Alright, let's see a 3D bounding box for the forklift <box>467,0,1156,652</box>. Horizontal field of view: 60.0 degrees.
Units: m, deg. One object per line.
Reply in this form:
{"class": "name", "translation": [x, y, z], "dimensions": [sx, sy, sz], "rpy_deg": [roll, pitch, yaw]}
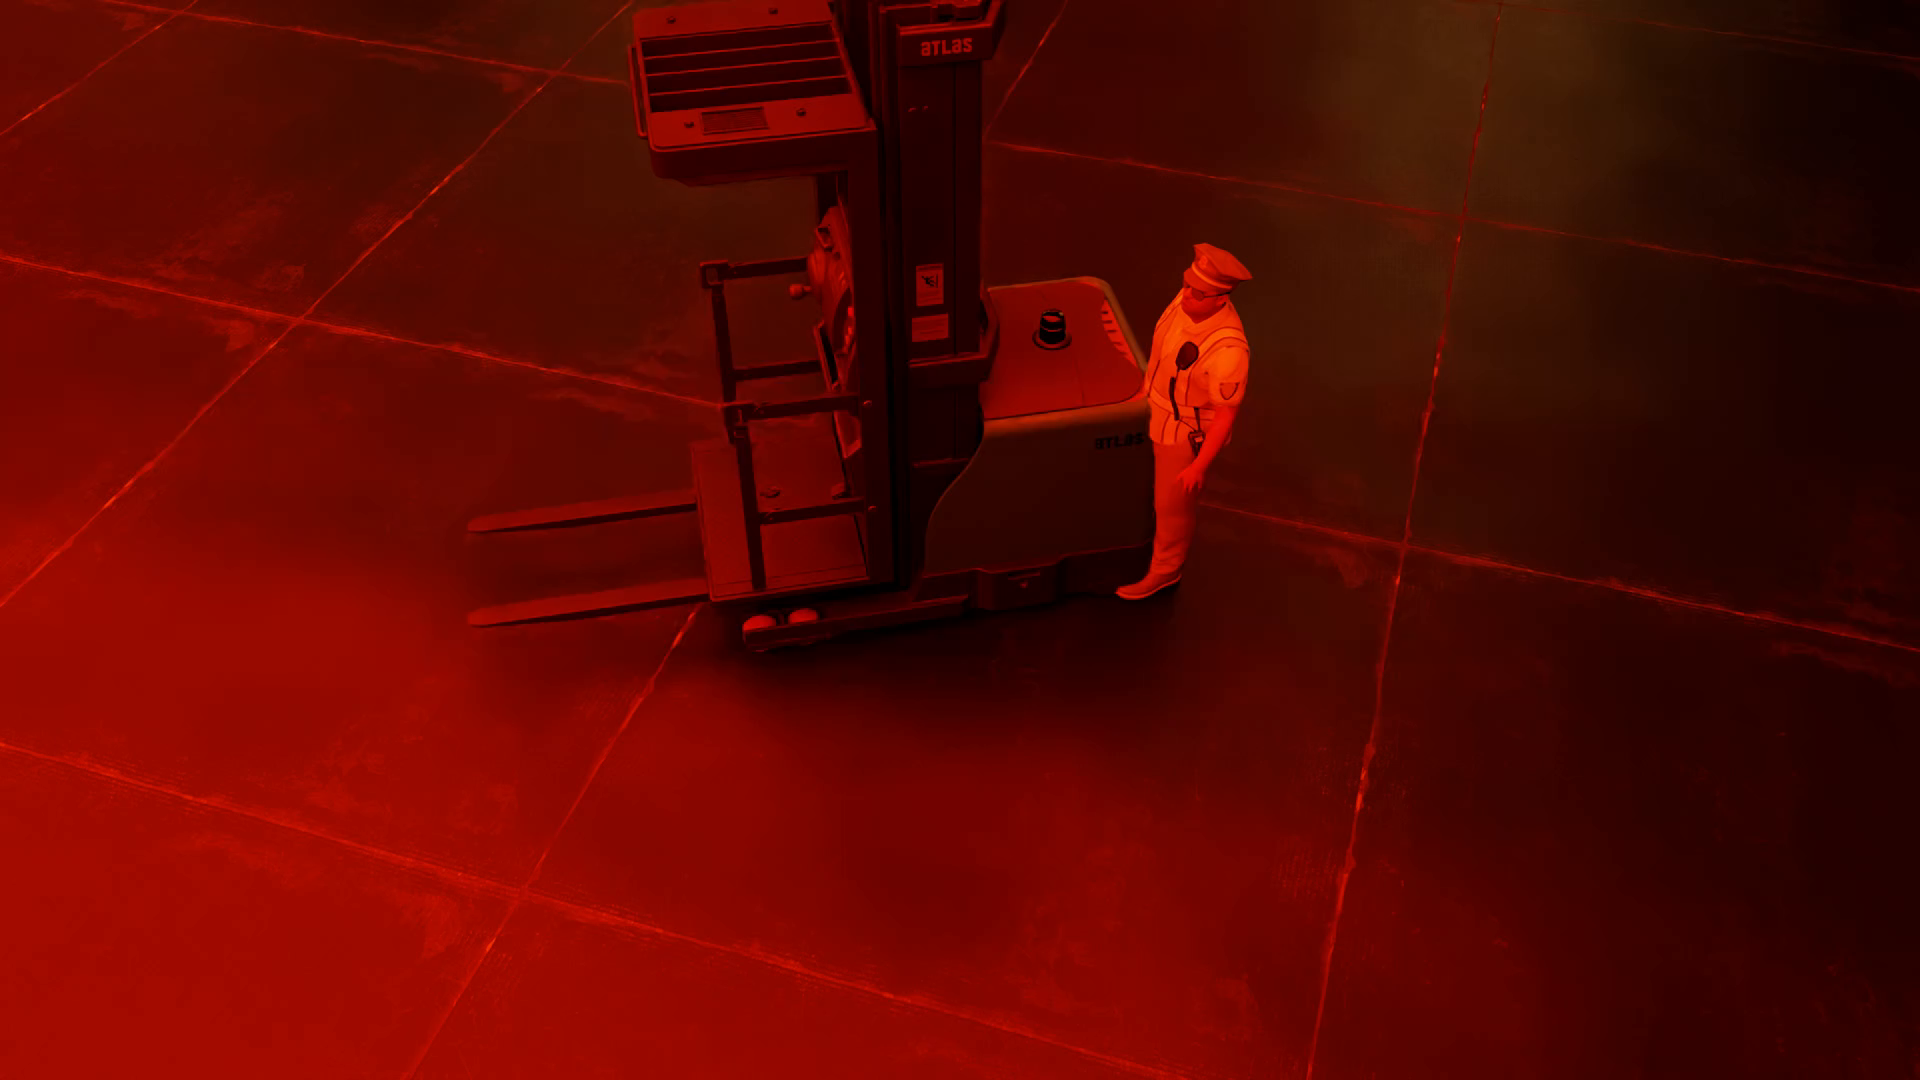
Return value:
{"class": "forklift", "translation": [-0.696, -0.977, 6.739], "dimensions": [3.031, 2.935, 1.130], "rpy_deg": [-8, 44, -8]}

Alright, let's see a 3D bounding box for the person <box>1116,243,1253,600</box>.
{"class": "person", "translation": [0.855, -0.478, 7.038], "dimensions": [0.571, 1.778, 0.641], "rpy_deg": [-12, 44, -13]}
